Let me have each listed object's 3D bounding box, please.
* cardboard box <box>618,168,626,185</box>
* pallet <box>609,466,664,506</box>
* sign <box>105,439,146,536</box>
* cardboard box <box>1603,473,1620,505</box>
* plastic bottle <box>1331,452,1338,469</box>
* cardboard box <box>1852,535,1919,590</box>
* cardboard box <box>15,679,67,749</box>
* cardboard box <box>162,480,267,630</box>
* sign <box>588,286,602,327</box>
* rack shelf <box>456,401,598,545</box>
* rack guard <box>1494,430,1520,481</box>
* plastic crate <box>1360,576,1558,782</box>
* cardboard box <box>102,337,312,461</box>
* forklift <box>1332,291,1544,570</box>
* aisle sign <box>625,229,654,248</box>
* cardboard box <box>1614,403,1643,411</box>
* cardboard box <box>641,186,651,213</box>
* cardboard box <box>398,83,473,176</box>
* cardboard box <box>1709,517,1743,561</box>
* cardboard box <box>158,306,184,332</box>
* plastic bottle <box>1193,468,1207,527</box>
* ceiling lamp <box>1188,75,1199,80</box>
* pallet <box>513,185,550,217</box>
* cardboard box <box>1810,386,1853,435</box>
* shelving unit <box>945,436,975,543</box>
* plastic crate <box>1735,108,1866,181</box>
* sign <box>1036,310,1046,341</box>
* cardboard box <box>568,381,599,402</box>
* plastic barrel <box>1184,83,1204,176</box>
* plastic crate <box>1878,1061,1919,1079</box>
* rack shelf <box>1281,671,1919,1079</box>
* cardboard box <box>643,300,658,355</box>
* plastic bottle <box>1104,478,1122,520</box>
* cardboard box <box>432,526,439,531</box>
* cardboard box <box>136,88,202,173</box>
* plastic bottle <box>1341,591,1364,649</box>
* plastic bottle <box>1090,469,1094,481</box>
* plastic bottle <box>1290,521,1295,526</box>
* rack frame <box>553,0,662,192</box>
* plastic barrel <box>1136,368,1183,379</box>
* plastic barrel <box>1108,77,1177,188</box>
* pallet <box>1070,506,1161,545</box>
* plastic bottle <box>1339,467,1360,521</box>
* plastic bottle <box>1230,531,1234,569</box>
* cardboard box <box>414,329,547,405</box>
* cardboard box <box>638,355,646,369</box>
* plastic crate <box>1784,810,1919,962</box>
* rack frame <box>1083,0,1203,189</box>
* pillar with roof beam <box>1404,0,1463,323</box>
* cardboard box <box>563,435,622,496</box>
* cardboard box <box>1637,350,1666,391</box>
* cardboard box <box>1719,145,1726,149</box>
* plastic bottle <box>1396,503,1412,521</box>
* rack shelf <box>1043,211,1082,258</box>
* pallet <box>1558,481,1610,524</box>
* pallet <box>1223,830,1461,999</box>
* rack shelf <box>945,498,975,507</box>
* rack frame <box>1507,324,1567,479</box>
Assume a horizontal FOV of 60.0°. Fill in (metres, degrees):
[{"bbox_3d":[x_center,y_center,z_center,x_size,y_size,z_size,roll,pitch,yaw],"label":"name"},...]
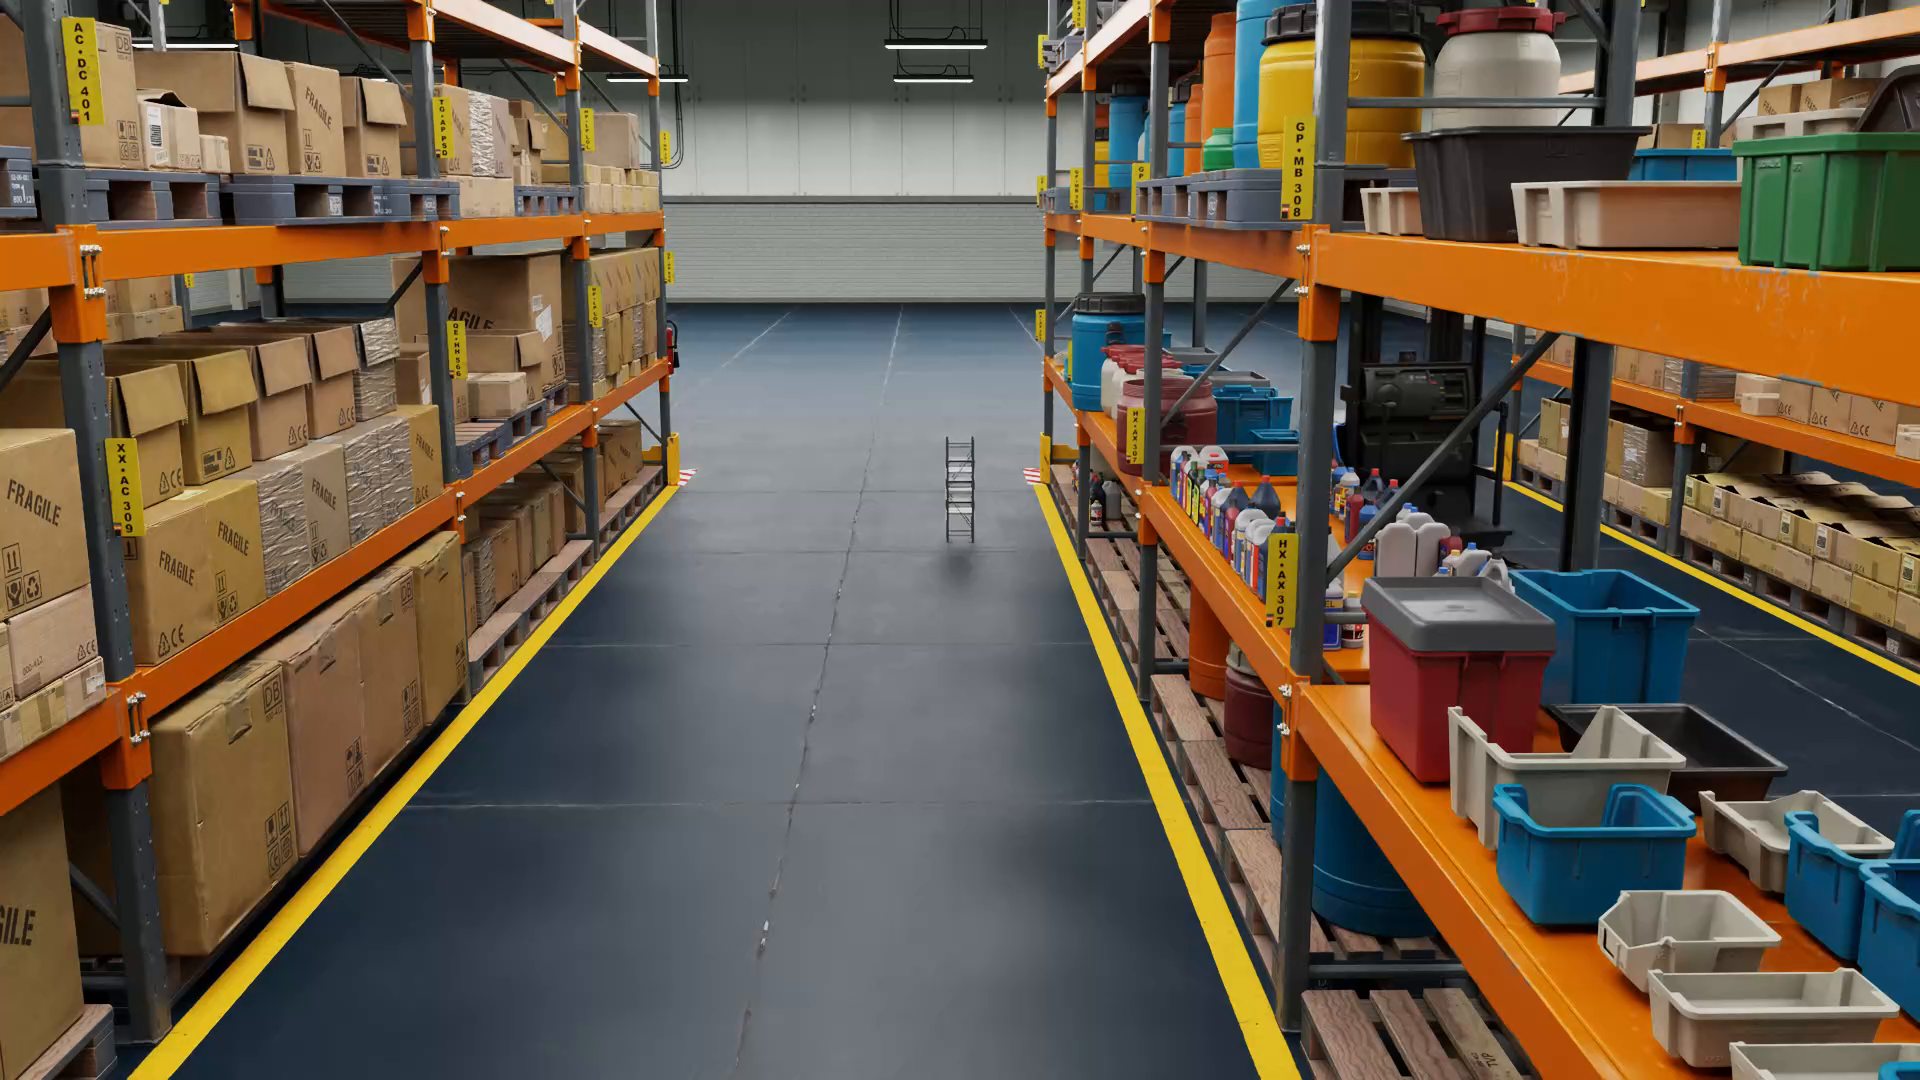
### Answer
[{"bbox_3d":[-3.262,-3.317,15.197,0.380,0.149,0.250,-1,11,-4],"label":"cardboard box"},{"bbox_3d":[-3.576,-0.549,16.736,1.003,0.211,1.213,0,11,-1],"label":"pallet"},{"bbox_3d":[-2.756,-0.173,5.491,0.100,0.325,0.005,0,11,-1],"label":"sign"},{"bbox_3d":[6.175,-0.486,15.269,0.500,0.250,0.500,0,11,-1],"label":"cardboard box"},{"bbox_3d":[1.998,-0.341,8.989,0.061,0.283,0.133,0,11,-1],"label":"plastic bottle"},{"bbox_3d":[6.237,0.118,10.881,0.500,0.311,0.500,0,11,-2],"label":"cardboard box"},{"bbox_3d":[-2.971,0.526,5.052,0.380,0.149,0.250,0,11,0],"label":"cardboard box"},{"bbox_3d":[-3.082,0.051,6.510,0.500,0.500,0.500,0,11,-1],"label":"cardboard box"},{"bbox_3d":[-2.921,-1.868,13.310,0.100,0.325,0.005,0,11,-1],"label":"sign"},{"bbox_3d":[-3.435,-0.547,11.522,1.077,0.370,4.000,0,11,-1],"label":"rack shelf"},{"bbox_3d":[6.345,-0.912,17.799,1.175,0.500,0.348,0,11,-1],"label":"rack guard"},{"bbox_3d":[1.409,0.390,4.780,0.402,0.464,0.583,0,11,-1],"label":"plastic crate"},{"bbox_3d":[-3.363,-0.635,7.369,0.797,0.503,0.637,0,11,1],"label":"cardboard box"},{"bbox_3d":[3.761,-1.235,13.276,1.130,2.935,3.031,-2,12,-9],"label":"forklift"},{"bbox_3d":[-3.260,-3.380,17.138,0.394,0.787,0.004,0,11,-1],"label":"aisle sign"},{"bbox_3d":[6.690,-1.054,16.185,0.500,0.500,0.500,0,11,-1],"label":"cardboard box"},{"bbox_3d":[-3.282,-3.295,16.090,0.500,0.250,0.500,0,11,-1],"label":"cardboard box"},{"bbox_3d":[-3.146,-2.361,9.599,0.500,0.500,0.500,0,11,-1],"label":"cardboard box"},{"bbox_3d":[6.198,-0.013,12.938,0.500,0.250,0.500,0,11,0],"label":"cardboard box"},{"bbox_3d":[-8.467,-2.092,16.951,0.875,0.550,0.550,0,11,-1],"label":"cardboard box"},{"bbox_3d":[1.216,-0.214,8.361,0.061,0.283,0.133,0,11,-1],"label":"plastic bottle"},{"bbox_3d":[6.678,-12.994,41.294,2.000,3.185,0.800,0,11,-1],"label":"ceiling lamp"},{"bbox_3d":[-3.545,-2.346,11.508,1.213,0.211,1.003,0,11,-1],"label":"pallet"},{"bbox_3d":[6.449,-1.029,11.838,0.500,0.500,0.500,0,11,-1],"label":"cardboard box"},{"bbox_3d":[0.000,-0.439,14.462,0.258,0.900,0.210,0,11,-1],"label":"shelving unit"},{"bbox_3d":[1.987,-0.786,3.644,0.437,0.282,0.530,0,11,-1],"label":"plastic crate"},{"bbox_3d":[0.843,-2.247,17.396,0.100,0.325,0.005,0,11,-1],"label":"sign"},{"bbox_3d":[-3.180,-1.218,13.652,0.380,0.149,0.250,0,11,-1],"label":"cardboard box"},{"bbox_3d":[1.745,-2.497,10.700,0.600,0.830,0.708,0,11,-1],"label":"plastic barrel"},{"bbox_3d":[1.530,0.955,2.068,0.616,0.435,0.499,0,11,-1],"label":"plastic crate"},{"bbox_3d":[1.683,1.023,3.784,1.077,0.370,4.000,0,11,-1],"label":"rack shelf"},{"bbox_3d":[-3.444,-2.079,16.263,0.875,0.500,0.500,0,11,-1],"label":"cardboard box"},{"bbox_3d":[1.319,-0.363,14.358,0.144,0.351,0.185,0,11,-1],"label":"plastic bottle"},{"bbox_3d":[-3.437,0.006,10.277,0.500,0.250,0.500,0,11,1],"label":"cardboard box"},{"bbox_3d":[-3.243,-1.558,6.317,0.500,0.311,0.500,-1,11,-3],"label":"cardboard box"},{"bbox_3d":[1.434,0.289,6.092,0.097,0.201,0.097,0,11,0],"label":"plastic bottle"},{"bbox_3d":[1.164,-0.464,14.860,0.144,0.351,0.185,0,11,-2],"label":"plastic bottle"},{"bbox_3d":[1.413,0.055,7.069,0.097,0.271,0.097,0,11,0],"label":"plastic bottle"},{"bbox_3d":[-3.559,-5.033,16.733,1.000,3.000,0.127,0,11,-1],"label":"rack frame"},{"bbox_3d":[1.315,-0.865,10.997,0.421,0.512,0.421,0,11,0],"label":"plastic barrel"},{"bbox_3d":[1.562,-3.438,14.098,0.600,0.901,0.708,0,11,-1],"label":"plastic barrel"},{"bbox_3d":[1.504,-0.085,14.447,1.003,0.211,1.213,0,11,-1],"label":"pallet"},{"bbox_3d":[1.990,-0.235,8.495,0.097,0.271,0.097,0,11,0],"label":"plastic bottle"},{"bbox_3d":[1.255,0.024,7.396,0.097,0.201,0.097,0,11,0],"label":"plastic bottle"},{"bbox_3d":[-3.348,-1.210,11.662,0.797,0.503,0.637,1,12,5],"label":"cardboard box"},{"bbox_3d":[-3.295,-1.765,16.345,0.380,0.149,0.250,0,11,-1],"label":"cardboard box"},{"bbox_3d":[2.014,0.748,3.596,0.416,0.233,0.300,0,11,-1],"label":"plastic crate"},{"bbox_3d":[1.476,-4.258,12.914,1.000,3.000,0.127,0,11,-1],"label":"rack frame"},{"bbox_3d":[7.377,-9.711,39.794,9.100,9.000,0.548,0,11,-1],"label":"pillar with roof beam"},{"bbox_3d":[-3.522,-0.706,15.725,0.500,0.500,0.500,1,11,4],"label":"cardboard box"},{"bbox_3d":[6.395,-1.579,14.549,0.700,0.500,0.500,0,11,-2],"label":"cardboard box"},{"bbox_3d":[6.670,-3.247,14.290,0.500,0.311,0.500,-1,12,-4],"label":"cardboard box"},{"bbox_3d":[2.012,-0.031,7.490,0.097,0.271,0.097,0,11,0],"label":"plastic bottle"},{"bbox_3d":[1.435,-2.833,15.244,1.077,0.370,4.000,0,11,-1],"label":"rack shelf"},{"bbox_3d":[6.426,-0.372,15.863,1.003,0.211,1.213,0,11,-1],"label":"pallet"},{"bbox_3d":[1.667,1.485,6.706,1.003,0.211,1.213,0,11,-1],"label":"pallet"},{"bbox_3d":[0.000,-0.319,14.486,0.258,0.077,0.200,0,11,-1],"label":"rack shelf"},{"bbox_3d":[6.346,-2.133,17.527,1.000,3.000,0.127,0,11,-1],"label":"rack frame"}]
